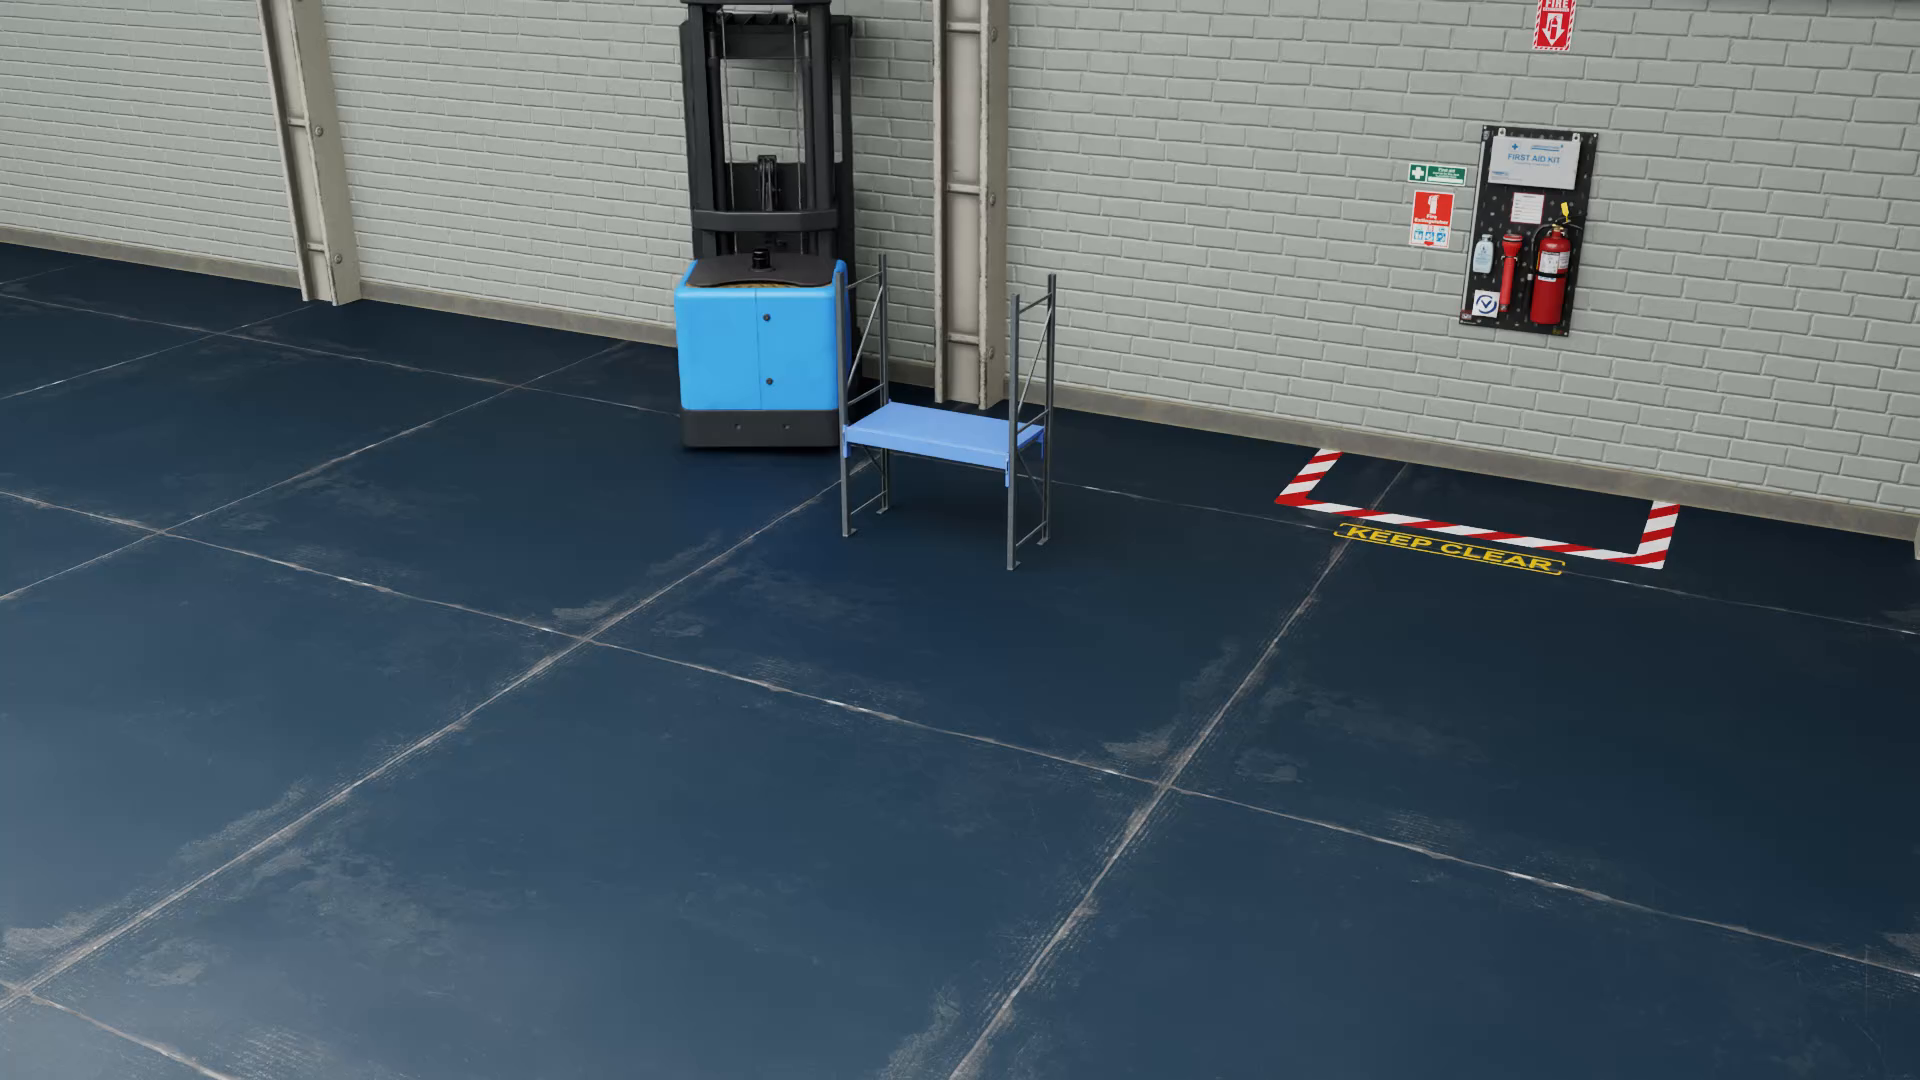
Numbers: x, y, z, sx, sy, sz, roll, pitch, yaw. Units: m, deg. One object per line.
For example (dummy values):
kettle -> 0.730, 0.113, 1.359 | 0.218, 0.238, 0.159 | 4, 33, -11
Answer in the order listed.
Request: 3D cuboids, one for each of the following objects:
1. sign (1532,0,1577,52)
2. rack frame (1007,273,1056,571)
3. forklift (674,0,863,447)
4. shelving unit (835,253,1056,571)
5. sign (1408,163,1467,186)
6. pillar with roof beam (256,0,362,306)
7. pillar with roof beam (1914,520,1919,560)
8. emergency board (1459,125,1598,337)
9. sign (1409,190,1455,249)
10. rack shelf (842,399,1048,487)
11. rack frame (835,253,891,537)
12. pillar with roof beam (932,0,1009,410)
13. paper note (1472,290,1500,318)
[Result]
sign -> 3.272, -2.849, 9.153 | 0.199, 0.298, 0.001 | 11, 25, 25
rack frame -> 0.378, -0.615, 8.781 | 0.032, 1.500, 0.500 | 11, 25, 25
forklift -> -1.257, -2.461, 11.291 | 1.130, 2.935, 3.031 | 0, 23, -1
shelving unit -> -0.076, -0.705, 8.992 | 1.048, 1.500, 0.538 | 11, 25, 25
sign -> 2.788, -2.136, 9.716 | 0.331, 0.109, 0.001 | 11, 25, 25
pillar with roof beam -> -7.229, -4.672, 8.738 | 0.400, 9.000, 9.100 | 11, 25, 25
pillar with roof beam -> 3.480, -2.553, 3.755 | 0.400, 9.000, 9.100 | 11, 25, 25
emergency board -> 3.234, -1.746, 9.522 | 0.643, 1.169, 0.194 | 11, 25, 25
sign -> 2.787, -1.896, 9.829 | 0.234, 0.329, 0.001 | 11, 25, 25
rack shelf -> -0.076, -0.540, 9.062 | 1.000, 0.185, 0.538 | 11, 25, 25
rack frame -> -0.530, -0.795, 9.203 | 0.032, 1.500, 0.500 | 11, 25, 25
pillar with roof beam -> -1.874, -3.613, 6.246 | 0.400, 9.000, 9.100 | 11, 25, 25
paper note -> 3.108, -1.396, 9.825 | 0.142, 0.148, 0.016 | 11, 25, 25
